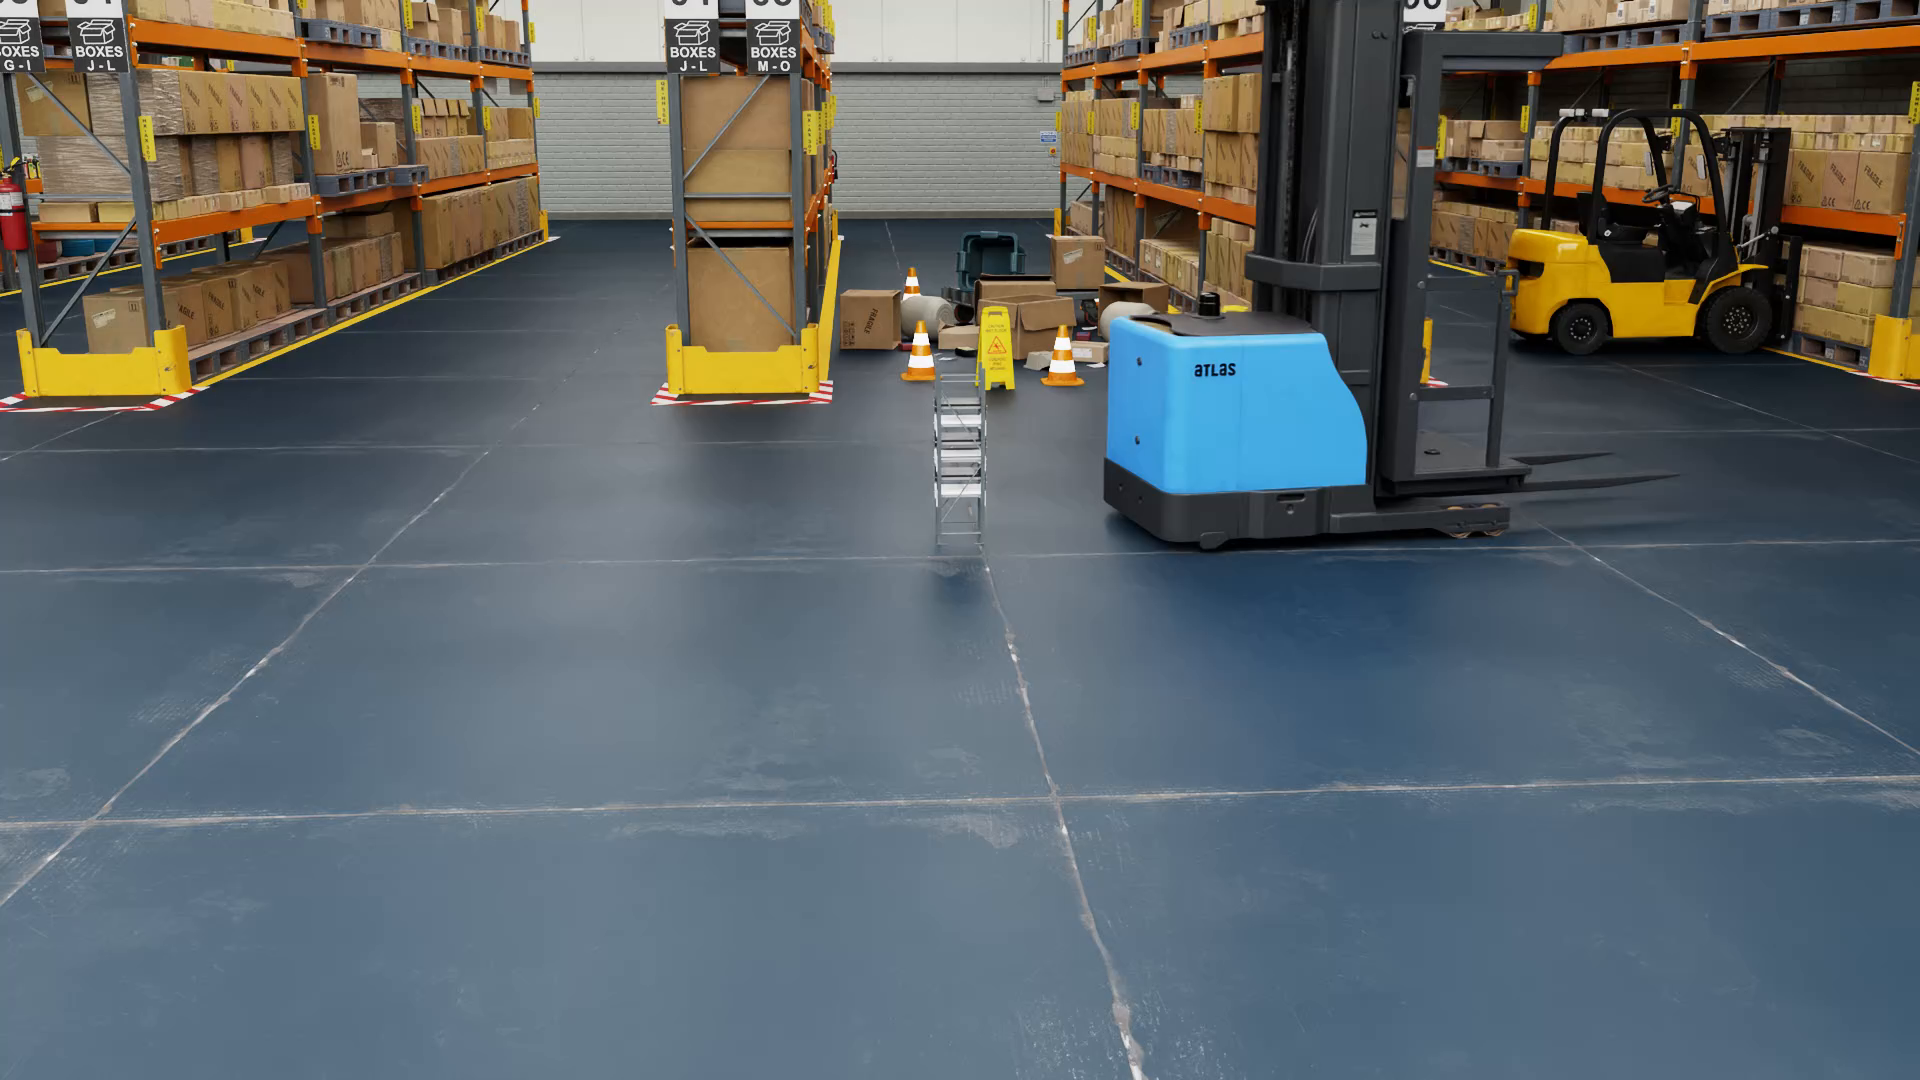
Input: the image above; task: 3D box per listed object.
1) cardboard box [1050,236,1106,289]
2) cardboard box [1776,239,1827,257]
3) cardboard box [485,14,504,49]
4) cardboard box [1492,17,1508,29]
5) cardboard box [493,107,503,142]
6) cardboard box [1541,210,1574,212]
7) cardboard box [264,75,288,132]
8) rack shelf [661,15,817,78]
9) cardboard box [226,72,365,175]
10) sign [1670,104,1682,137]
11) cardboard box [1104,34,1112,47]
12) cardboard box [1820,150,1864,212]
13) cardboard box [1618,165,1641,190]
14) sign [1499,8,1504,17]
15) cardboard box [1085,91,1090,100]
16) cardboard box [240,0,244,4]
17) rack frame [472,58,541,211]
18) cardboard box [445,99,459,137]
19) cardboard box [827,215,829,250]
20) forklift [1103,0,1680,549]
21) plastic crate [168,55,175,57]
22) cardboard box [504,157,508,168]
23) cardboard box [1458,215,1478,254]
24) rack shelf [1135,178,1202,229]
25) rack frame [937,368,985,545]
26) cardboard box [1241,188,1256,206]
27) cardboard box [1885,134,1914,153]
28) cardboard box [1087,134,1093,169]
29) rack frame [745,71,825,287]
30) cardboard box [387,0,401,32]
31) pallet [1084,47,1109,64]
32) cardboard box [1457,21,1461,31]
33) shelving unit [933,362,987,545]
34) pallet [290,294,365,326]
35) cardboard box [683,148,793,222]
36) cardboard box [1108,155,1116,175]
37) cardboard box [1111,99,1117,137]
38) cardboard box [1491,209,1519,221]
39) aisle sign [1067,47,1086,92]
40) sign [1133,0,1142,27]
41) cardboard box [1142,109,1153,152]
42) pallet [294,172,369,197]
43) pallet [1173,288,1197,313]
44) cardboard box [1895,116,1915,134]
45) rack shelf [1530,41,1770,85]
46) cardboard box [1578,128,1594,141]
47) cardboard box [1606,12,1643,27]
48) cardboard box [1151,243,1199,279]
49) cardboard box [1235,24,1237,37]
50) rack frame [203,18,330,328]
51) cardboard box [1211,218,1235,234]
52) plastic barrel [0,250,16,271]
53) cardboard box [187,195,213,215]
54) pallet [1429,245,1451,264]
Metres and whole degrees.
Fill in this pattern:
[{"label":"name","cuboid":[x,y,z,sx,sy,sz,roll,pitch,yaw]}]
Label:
[{"label":"cardboard box","cuboid":[1.210,-2.862,17.126,0.500,0.500,0.500,-1,14,-3]},{"label":"cardboard box","cuboid":[7.744,-2.668,15.543,0.500,0.250,0.500,-1,14,-5]},{"label":"cardboard box","cuboid":[-7.430,-7.790,25.519,0.700,0.500,0.500,0,14,-1]},{"label":"cardboard box","cuboid":[7.312,-6.871,22.096,0.380,0.149,0.250,-1,14,-5]},{"label":"cardboard box","cuboid":[-7.199,-6.258,25.026,0.500,0.500,0.500,-1,14,-3]},{"label":"cardboard box","cuboid":[7.980,-4.321,22.172,0.380,0.149,0.250,0,14,-2]},{"label":"cardboard box","cuboid":[-6.572,-4.032,15.375,0.500,0.500,0.500,-1,14,-3]},{"label":"rack shelf","cuboid":[-1.826,-4.246,14.433,1.077,0.370,4.000,-1,14,-3]},{"label":"cardboard box","cuboid":[-6.816,-4.281,17.100,1.000,1.000,1.000,-1,14,-3]},{"label":"sign","cuboid":[7.398,-4.330,17.170,0.100,0.325,0.005,-1,14,-3]},{"label":"cardboard box","cuboid":[2.218,-6.953,23.137,0.380,0.166,0.250,-2,15,-7]},{"label":"cardboard box","cuboid":[7.871,-3.119,14.430,0.500,0.500,0.500,0,14,-2]},{"label":"cardboard box","cuboid":[7.609,-3.992,18.322,0.500,0.250,0.500,-1,14,-4]},{"label":"sign","cuboid":[7.997,-7.711,24.629,0.100,0.325,0.005,-1,14,-3]},{"label":"cardboard box","cuboid":[2.153,-6.903,25.825,0.380,0.149,0.250,-1,14,-4]},{"label":"cardboard box","cuboid":[-6.585,-4.822,14.729,0.380,0.149,0.250,0,14,-1]},{"label":"rack frame","cuboid":[-7.650,-6.572,28.050,1.000,3.000,0.127,-1,14,-3]},{"label":"cardboard box","cuboid":[-7.323,-5.782,22.765,0.797,0.503,0.637,-1,14,-3]},{"label":"cardboard box","cuboid":[-2.148,-4.441,23.942,0.500,0.500,0.500,-1,14,-5]},{"label":"forklift","cuboid":[2.357,-1.550,8.668,3.031,2.935,1.130,-4,15,-13]},{"label":"plastic crate","cuboid":[-12.848,-7.785,27.006,0.497,0.269,0.590,-1,14,-3]},{"label":"cardboard box","cuboid":[-7.156,-5.794,25.530,0.380,0.149,0.250,-1,14,-4]},{"label":"cardboard box","cuboid":[7.344,-4.291,23.359,0.500,0.500,0.500,-1,14,-5]},{"label":"rack shelf","cuboid":[2.861,-3.890,19.068,1.077,0.370,4.000,-1,14,-3]},{"label":"rack frame","cuboid":[0.006,-0.413,8.324,0.240,0.900,0.006,-1,14,-3]},{"label":"cardboard box","cuboid":[2.797,-3.155,15.274,0.380,0.149,0.250,-1,14,-4]},{"label":"cardboard box","cuboid":[7.885,-3.268,13.705,0.380,0.149,0.250,-1,14,-3]},{"label":"cardboard box","cuboid":[2.205,-5.890,25.198,0.500,0.500,0.500,-1,14,-3]},{"label":"rack frame","cuboid":[-2.197,-4.634,20.517,1.000,3.000,0.127,-1,14,-3]},{"label":"cardboard box","cuboid":[-6.875,-6.211,19.422,0.500,0.500,0.500,-1,14,-2]},{"label":"pallet","cuboid":[2.449,-7.344,25.207,1.003,0.211,1.213,-1,14,-3]},{"label":"cardboard box","cuboid":[7.201,-7.198,23.328,0.380,0.149,0.250,-1,14,-3]},{"label":"shelving unit","cuboid":[0.000,-0.438,8.422,0.258,0.900,0.210,-1,14,-3]},{"label":"pallet","cuboid":[-6.956,-2.431,17.550,1.003,0.211,1.213,-1,14,-3]},{"label":"cardboard box","cuboid":[-1.770,-2.809,13.121,0.875,0.550,0.550,-1,14,-3]},{"label":"cardboard box","cuboid":[2.324,-5.163,22.875,0.500,0.250,0.500,-1,14,-4]},{"label":"cardboard box","cuboid":[2.355,-5.770,22.724,0.500,0.500,0.500,-1,14,-4]},{"label":"cardboard box","cuboid":[7.387,-4.372,22.373,0.380,0.149,0.250,-1,14,-5]},{"label":"aisle sign","cuboid":[1.947,-7.997,28.373,0.394,0.787,0.004,-1,14,-3]},{"label":"sign","cuboid":[2.182,-6.470,20.438,0.100,0.325,0.005,-1,14,-3]},{"label":"cardboard box","cuboid":[2.534,-5.016,20.361,0.500,0.500,0.500,-1,14,-5]},{"label":"pallet","cuboid":[-6.809,-3.687,17.222,1.003,0.211,1.213,-1,14,-3]},{"label":"pallet","cuboid":[2.935,-2.584,18.145,1.003,0.211,1.213,-1,14,-3]},{"label":"cardboard box","cuboid":[7.954,-3.416,13.683,0.380,0.149,0.250,-1,14,-3]},{"label":"rack shelf","cuboid":[7.815,-5.420,18.996,1.077,0.370,4.000,-1,14,-3]},{"label":"cardboard box","cuboid":[7.507,-4.771,19.547,0.380,0.149,0.250,-1,14,-2]},{"label":"cardboard box","cuboid":[7.520,-5.862,18.729,0.380,0.149,0.250,-1,14,-4]},{"label":"cardboard box","cuboid":[2.816,-3.342,19.927,0.950,0.372,0.625,-1,14,-5]},{"label":"cardboard box","cuboid":[2.845,-4.864,15.897,0.380,0.149,0.250,-1,14,-3]},{"label":"rack frame","cuboid":[-6.906,-3.588,16.451,1.000,3.000,0.127,-1,14,-3]},{"label":"cardboard box","cuboid":[2.700,-3.107,16.450,0.380,0.149,0.250,-1,14,-3]},{"label":"plastic barrel","cuboid":[-12.145,-3.780,20.710,0.600,0.830,0.708,-1,14,-3]},{"label":"cardboard box","cuboid":[-6.480,-2.795,13.873,0.380,0.149,0.250,-1,14,-3]},{"label":"pallet","cuboid":[7.531,-4.256,24.643,1.003,0.211,1.213,-1,14,-3]}]
